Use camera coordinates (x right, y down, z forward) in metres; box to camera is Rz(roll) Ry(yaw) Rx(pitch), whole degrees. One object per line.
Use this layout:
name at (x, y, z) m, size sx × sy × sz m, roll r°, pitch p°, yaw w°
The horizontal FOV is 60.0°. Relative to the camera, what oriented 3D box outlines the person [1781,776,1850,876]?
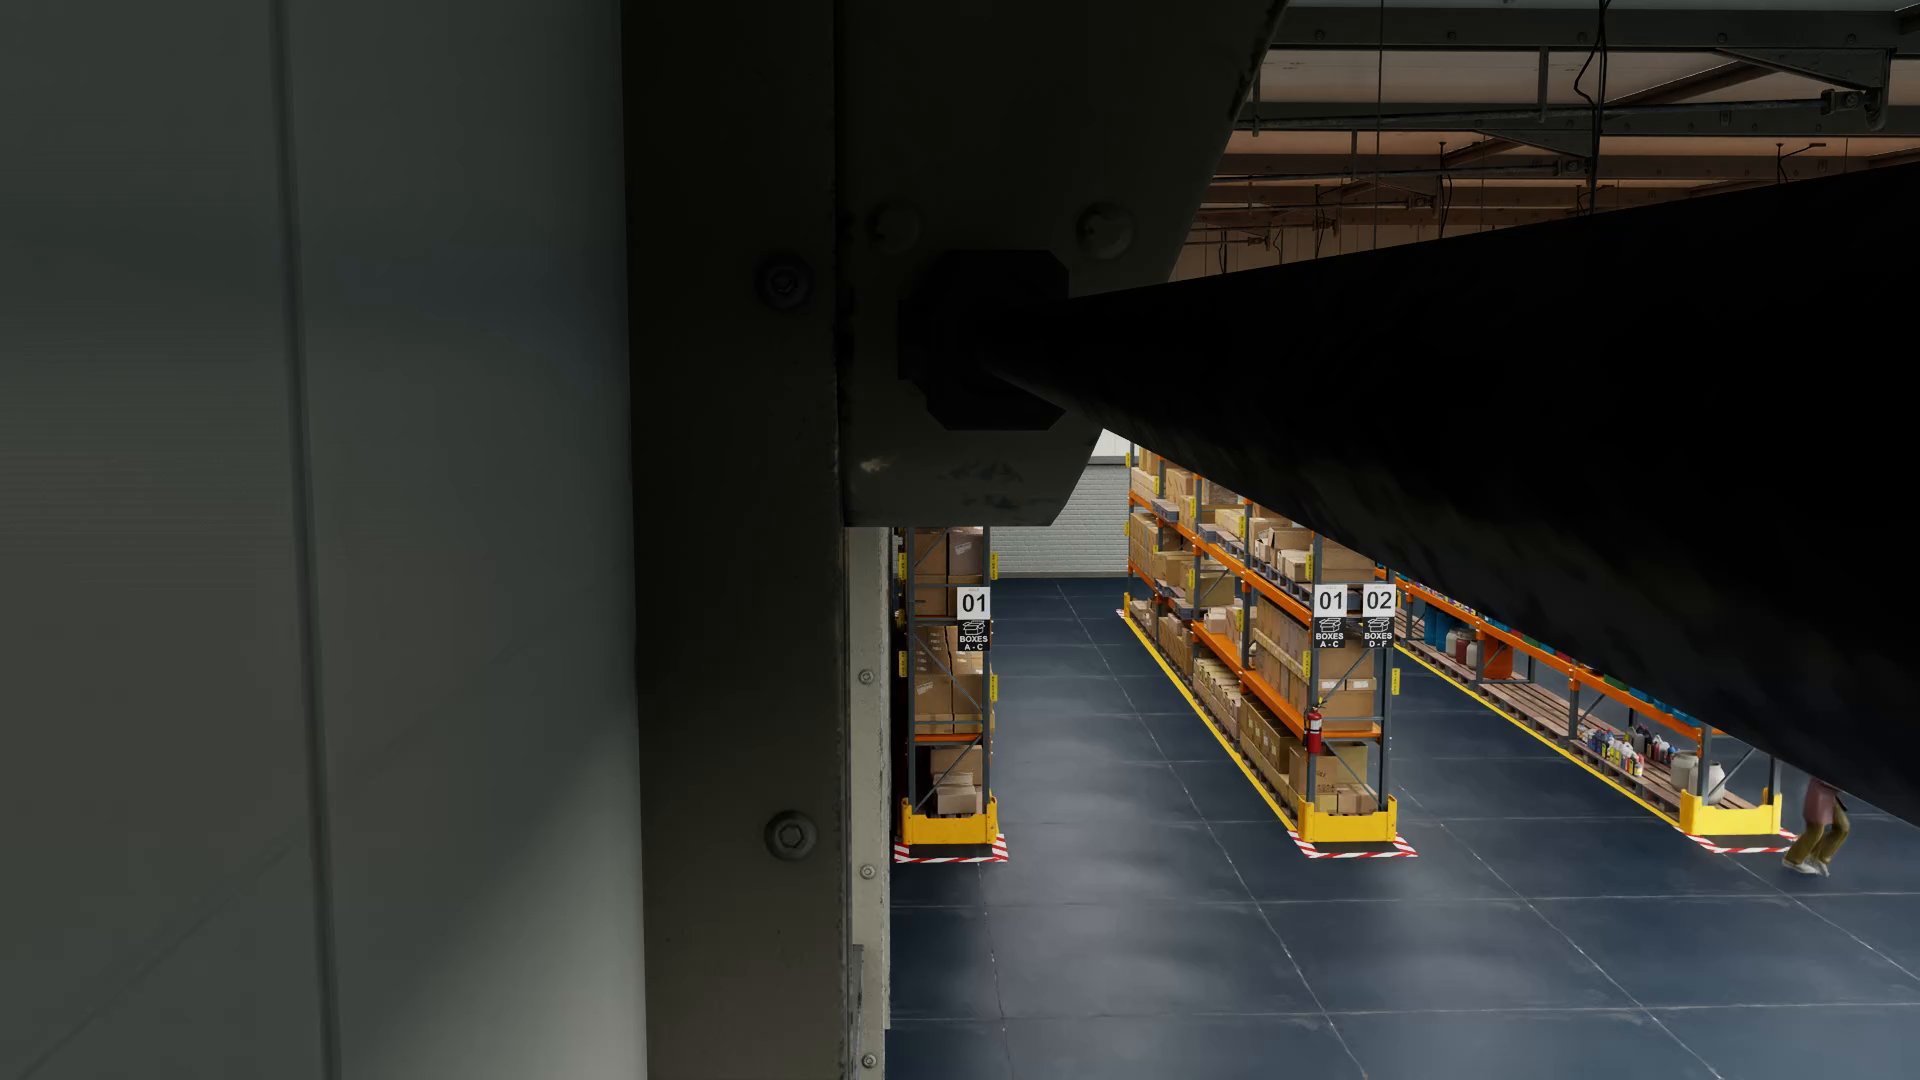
person at (9.959, 3.032, 19.162) m, size 0.791 × 1.837 × 0.732 m, roll 5°, pitch 9°, yaw 35°
